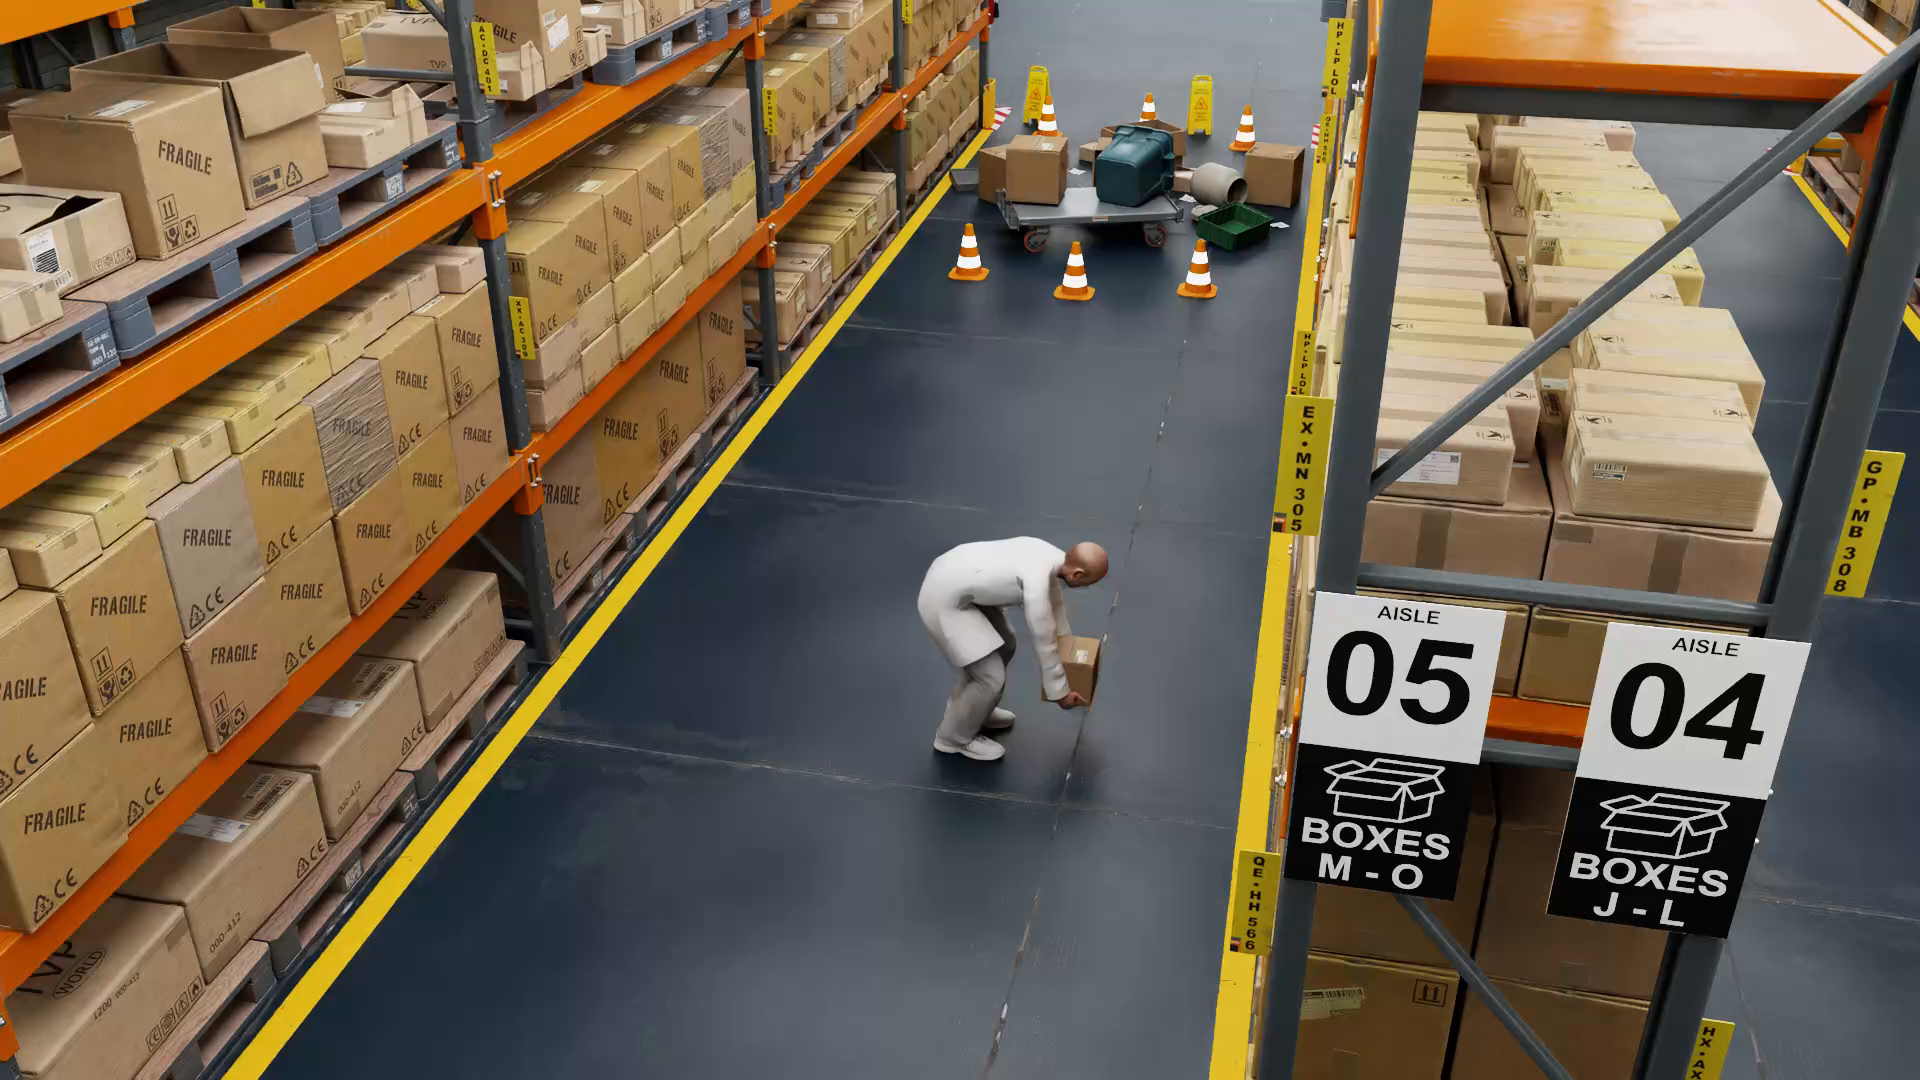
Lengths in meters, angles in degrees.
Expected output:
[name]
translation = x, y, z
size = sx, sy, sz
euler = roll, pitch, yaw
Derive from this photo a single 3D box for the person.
[person]
translation = 0.257, 0.533, 8.314
size = 0.932, 1.151, 0.581
euler = 5, 29, 8
